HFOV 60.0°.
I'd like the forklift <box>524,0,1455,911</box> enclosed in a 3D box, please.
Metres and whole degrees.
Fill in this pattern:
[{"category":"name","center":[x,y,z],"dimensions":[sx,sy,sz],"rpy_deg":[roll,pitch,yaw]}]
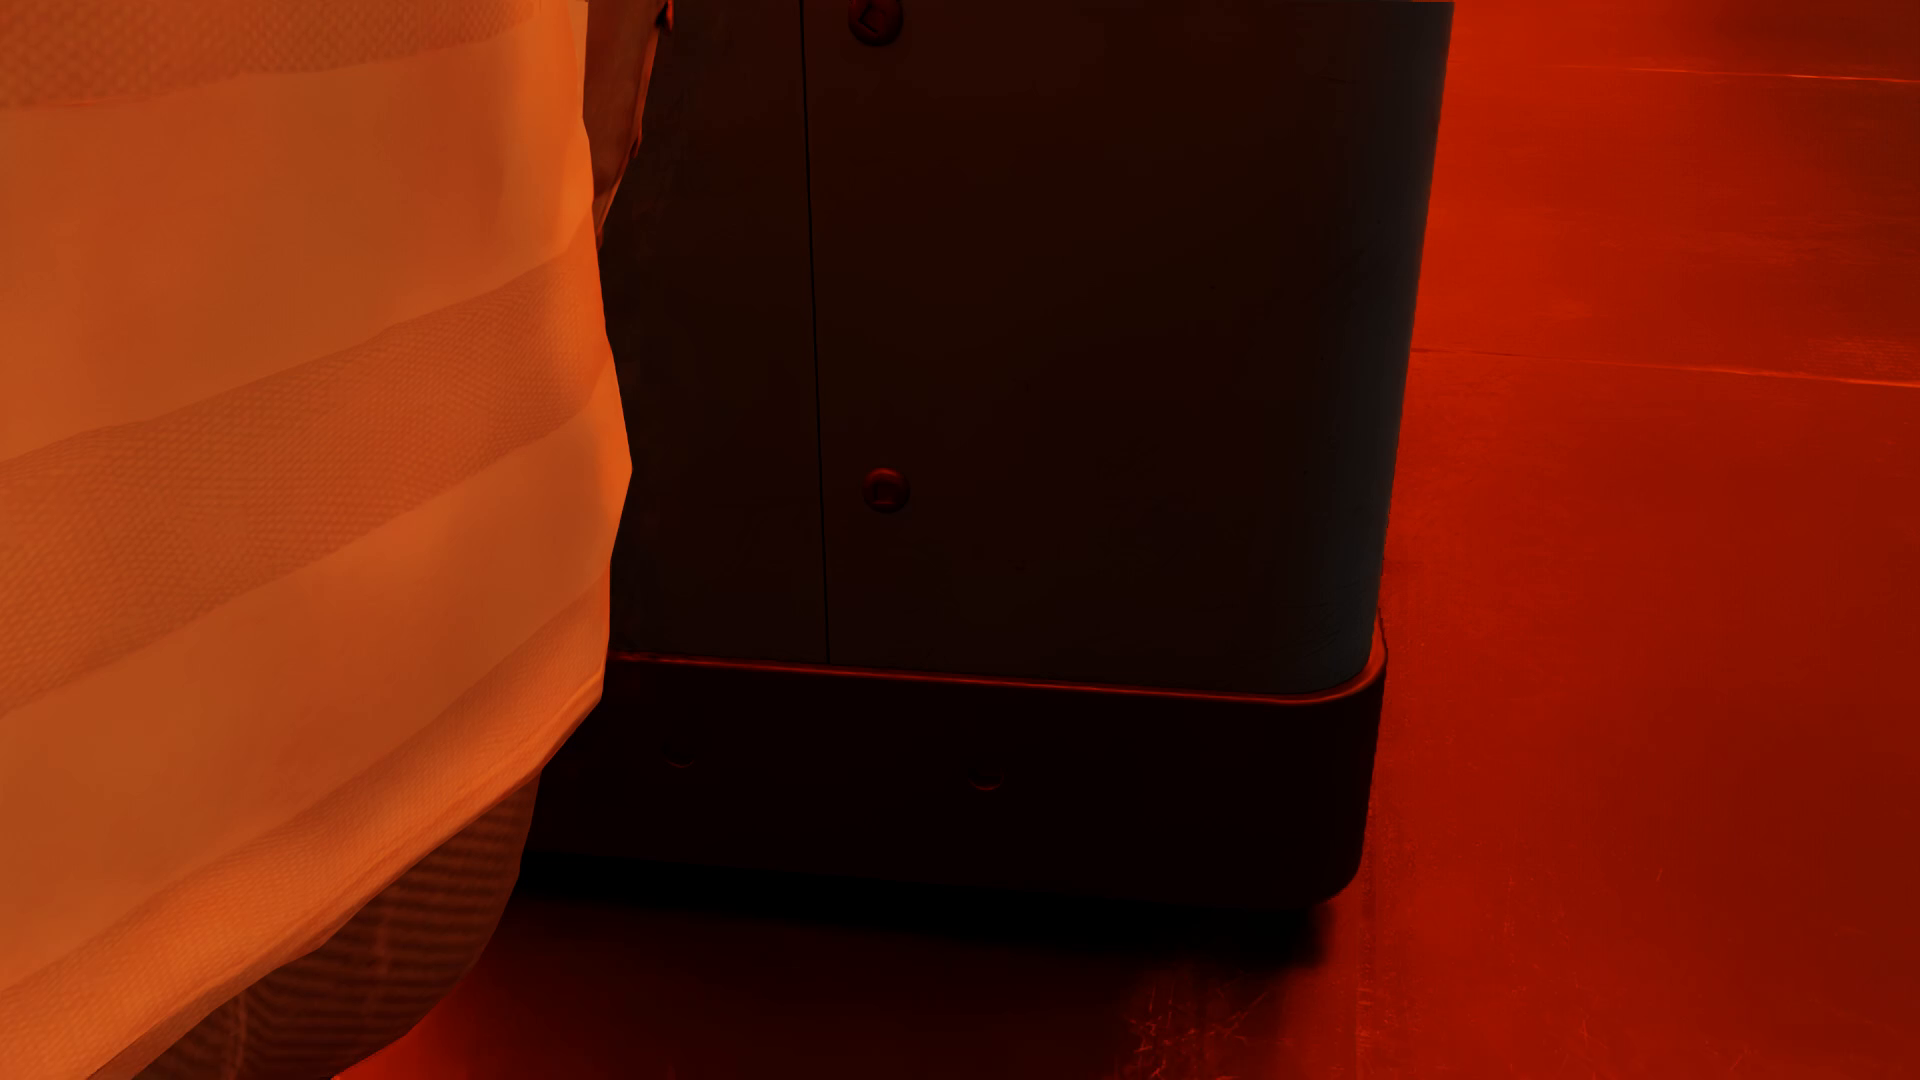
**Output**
[{"category":"forklift","center":[0.070,-1.583,2.383],"dimensions":[1.130,2.935,3.031],"rpy_deg":[3,27,7]}]
